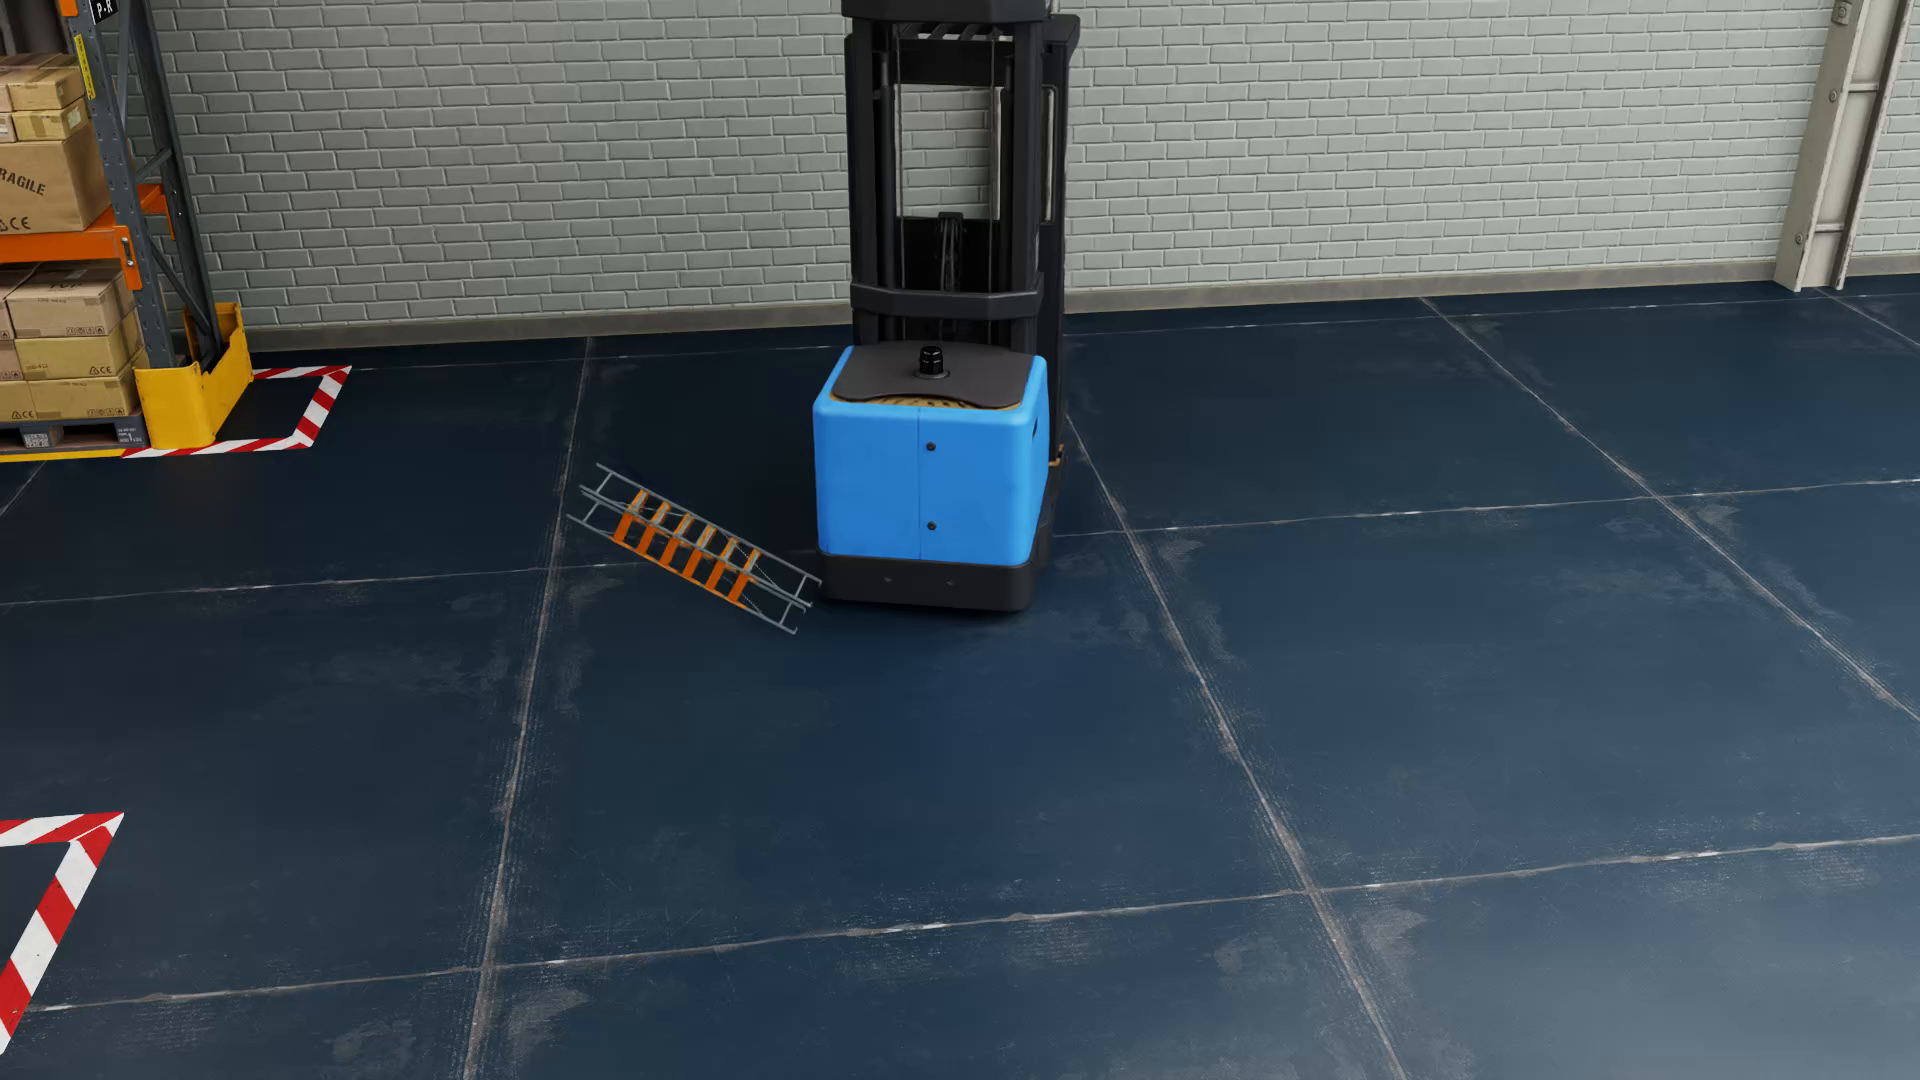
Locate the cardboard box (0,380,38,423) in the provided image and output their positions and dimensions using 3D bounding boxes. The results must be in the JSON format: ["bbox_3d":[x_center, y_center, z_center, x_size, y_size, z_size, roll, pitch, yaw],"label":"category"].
[{"bbox_3d":[-5.619,-0.898,9.766,0.500,0.250,0.500,-4,27,-7],"label":"cardboard box"}]

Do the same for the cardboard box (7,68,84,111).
[{"bbox_3d":[-5.029,-2.482,9.155,0.250,0.149,0.380,-4,27,-7],"label":"cardboard box"}]

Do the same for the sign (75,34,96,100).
[{"bbox_3d":[-4.642,-2.509,8.825,0.005,0.325,0.100,-4,27,-7],"label":"sign"}]

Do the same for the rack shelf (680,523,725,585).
[{"bbox_3d":[-1.208,0.064,7.857,0.103,0.180,0.258,28,31,-6],"label":"rack shelf"}]

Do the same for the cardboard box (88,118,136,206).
[{"bbox_3d":[-5.233,-2.273,9.784,0.500,0.500,0.500,-3,27,-5],"label":"cardboard box"}]

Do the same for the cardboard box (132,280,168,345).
[{"bbox_3d":[-5.199,-1.384,10.166,0.500,0.250,0.500,-3,27,-6],"label":"cardboard box"}]

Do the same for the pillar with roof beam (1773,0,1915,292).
[{"bbox_3d":[6.964,-3.984,6.656,0.400,9.000,9.100,-4,27,-7],"label":"pillar with roof beam"}]

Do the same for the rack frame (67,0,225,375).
[{"bbox_3d":[-4.704,-2.134,9.624,0.127,3.000,1.000,-4,27,-7],"label":"rack frame"}]

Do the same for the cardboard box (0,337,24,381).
[{"bbox_3d":[-5.641,-1.121,9.653,0.500,0.250,0.500,-4,27,-8],"label":"cardboard box"}]

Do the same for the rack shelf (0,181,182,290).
[{"bbox_3d":[-6.685,-1.687,9.540,4.000,0.370,1.077,-4,27,-7],"label":"rack shelf"}]

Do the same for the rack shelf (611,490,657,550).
[{"bbox_3d":[-1.524,-0.104,7.821,0.103,0.180,0.258,28,31,-6],"label":"rack shelf"}]

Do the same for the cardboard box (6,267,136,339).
[{"bbox_3d":[-5.117,-1.372,9.595,0.500,0.250,0.500,-3,27,-5],"label":"cardboard box"}]

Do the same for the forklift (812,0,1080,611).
[{"bbox_3d":[0.019,-1.611,8.678,1.130,2.935,3.031,4,27,7],"label":"forklift"}]

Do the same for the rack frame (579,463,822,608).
[{"bbox_3d":[-1.206,-0.024,7.806,1.200,0.006,0.240,28,31,-6],"label":"rack frame"}]

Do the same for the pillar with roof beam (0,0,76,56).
[{"bbox_3d":[-4.919,-3.220,5.169,0.400,9.000,9.100,-4,27,-7],"label":"pillar with roof beam"}]

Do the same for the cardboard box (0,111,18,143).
[{"bbox_3d":[-5.257,-2.289,9.105,0.250,0.149,0.380,-3,27,-6],"label":"cardboard box"}]

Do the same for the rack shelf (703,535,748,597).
[{"bbox_3d":[-1.103,0.120,7.869,0.103,0.180,0.258,28,31,-6],"label":"rack shelf"}]

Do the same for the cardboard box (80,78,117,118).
[{"bbox_3d":[-5.076,-2.563,9.639,0.250,0.149,0.380,-4,27,-8],"label":"cardboard box"}]

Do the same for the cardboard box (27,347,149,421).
[{"bbox_3d":[-5.125,-0.925,9.819,0.500,0.250,0.500,-3,27,-7],"label":"cardboard box"}]

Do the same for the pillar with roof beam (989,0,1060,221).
[{"bbox_3d":[1.022,-3.602,5.913,0.400,9.000,9.100,-4,27,-7],"label":"pillar with roof beam"}]

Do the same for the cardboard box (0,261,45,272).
[{"bbox_3d":[-5.701,-1.564,9.969,0.500,0.250,0.500,-4,27,-7],"label":"cardboard box"}]

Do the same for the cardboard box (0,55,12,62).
[{"bbox_3d":[-5.590,-2.650,9.483,0.250,0.149,0.380,-3,27,-6],"label":"cardboard box"}]

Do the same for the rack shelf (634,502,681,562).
[{"bbox_3d":[-1.419,-0.048,7.833,0.103,0.180,0.258,28,31,-6],"label":"rack shelf"}]

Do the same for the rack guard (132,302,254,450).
[{"bbox_3d":[-4.680,-1.024,10.197,0.348,0.500,1.175,-4,27,-7],"label":"rack guard"}]

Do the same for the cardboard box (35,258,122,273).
[{"bbox_3d":[-5.206,-1.598,10.034,0.500,0.250,0.500,-4,27,-8],"label":"cardboard box"}]

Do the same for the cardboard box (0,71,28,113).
[{"bbox_3d":[-5.269,-2.452,9.097,0.250,0.149,0.380,-4,27,-7],"label":"cardboard box"}]

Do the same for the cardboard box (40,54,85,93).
[{"bbox_3d":[-5.066,-2.675,9.531,0.250,0.149,0.380,-4,27,-8],"label":"cardboard box"}]

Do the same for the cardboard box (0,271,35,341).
[{"bbox_3d":[-5.621,-1.337,9.527,0.500,0.250,0.500,-3,27,-6],"label":"cardboard box"}]

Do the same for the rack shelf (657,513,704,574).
[{"bbox_3d":[-1.314,0.008,7.845,0.103,0.180,0.258,28,31,-6],"label":"rack shelf"}]

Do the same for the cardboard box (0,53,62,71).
[{"bbox_3d":[-5.338,-2.686,9.554,0.250,0.149,0.380,-3,27,-5],"label":"cardboard box"}]

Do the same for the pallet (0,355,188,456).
[{"bbox_3d":[-5.455,-0.826,10.128,1.213,0.211,1.003,-4,27,-7],"label":"pallet"}]

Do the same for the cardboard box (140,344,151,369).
[{"bbox_3d":[-5.218,-1.155,10.267,0.500,0.250,0.500,-4,27,-7],"label":"cardboard box"}]

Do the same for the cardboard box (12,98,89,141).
[{"bbox_3d":[-5.008,-2.319,9.163,0.250,0.149,0.380,-3,27,-6],"label":"cardboard box"}]

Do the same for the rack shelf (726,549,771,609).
[{"bbox_3d":[-0.997,0.176,7.881,0.103,0.180,0.258,28,31,-6],"label":"rack shelf"}]

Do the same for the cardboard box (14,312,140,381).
[{"bbox_3d":[-5.142,-1.148,9.706,0.500,0.250,0.500,-4,27,-8],"label":"cardboard box"}]

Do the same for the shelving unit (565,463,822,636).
[{"bbox_3d":[-1.247,0.043,7.852,1.200,0.189,0.258,28,31,-6],"label":"shelving unit"}]

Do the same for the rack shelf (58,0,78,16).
[{"bbox_3d":[-6.685,-3.021,8.855,4.000,0.370,1.077,-4,27,-7],"label":"rack shelf"}]

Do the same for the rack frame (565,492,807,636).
[{"bbox_3d":[-1.288,0.110,7.899,1.200,0.006,0.240,28,31,-6],"label":"rack frame"}]

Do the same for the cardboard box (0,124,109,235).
[{"bbox_3d":[-5.155,-2.029,9.308,0.500,0.500,0.500,-4,27,-8],"label":"cardboard box"}]

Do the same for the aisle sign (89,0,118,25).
[{"bbox_3d":[-4.598,-3.162,8.780,0.004,0.787,0.394,-4,27,-7],"label":"aisle sign"}]
